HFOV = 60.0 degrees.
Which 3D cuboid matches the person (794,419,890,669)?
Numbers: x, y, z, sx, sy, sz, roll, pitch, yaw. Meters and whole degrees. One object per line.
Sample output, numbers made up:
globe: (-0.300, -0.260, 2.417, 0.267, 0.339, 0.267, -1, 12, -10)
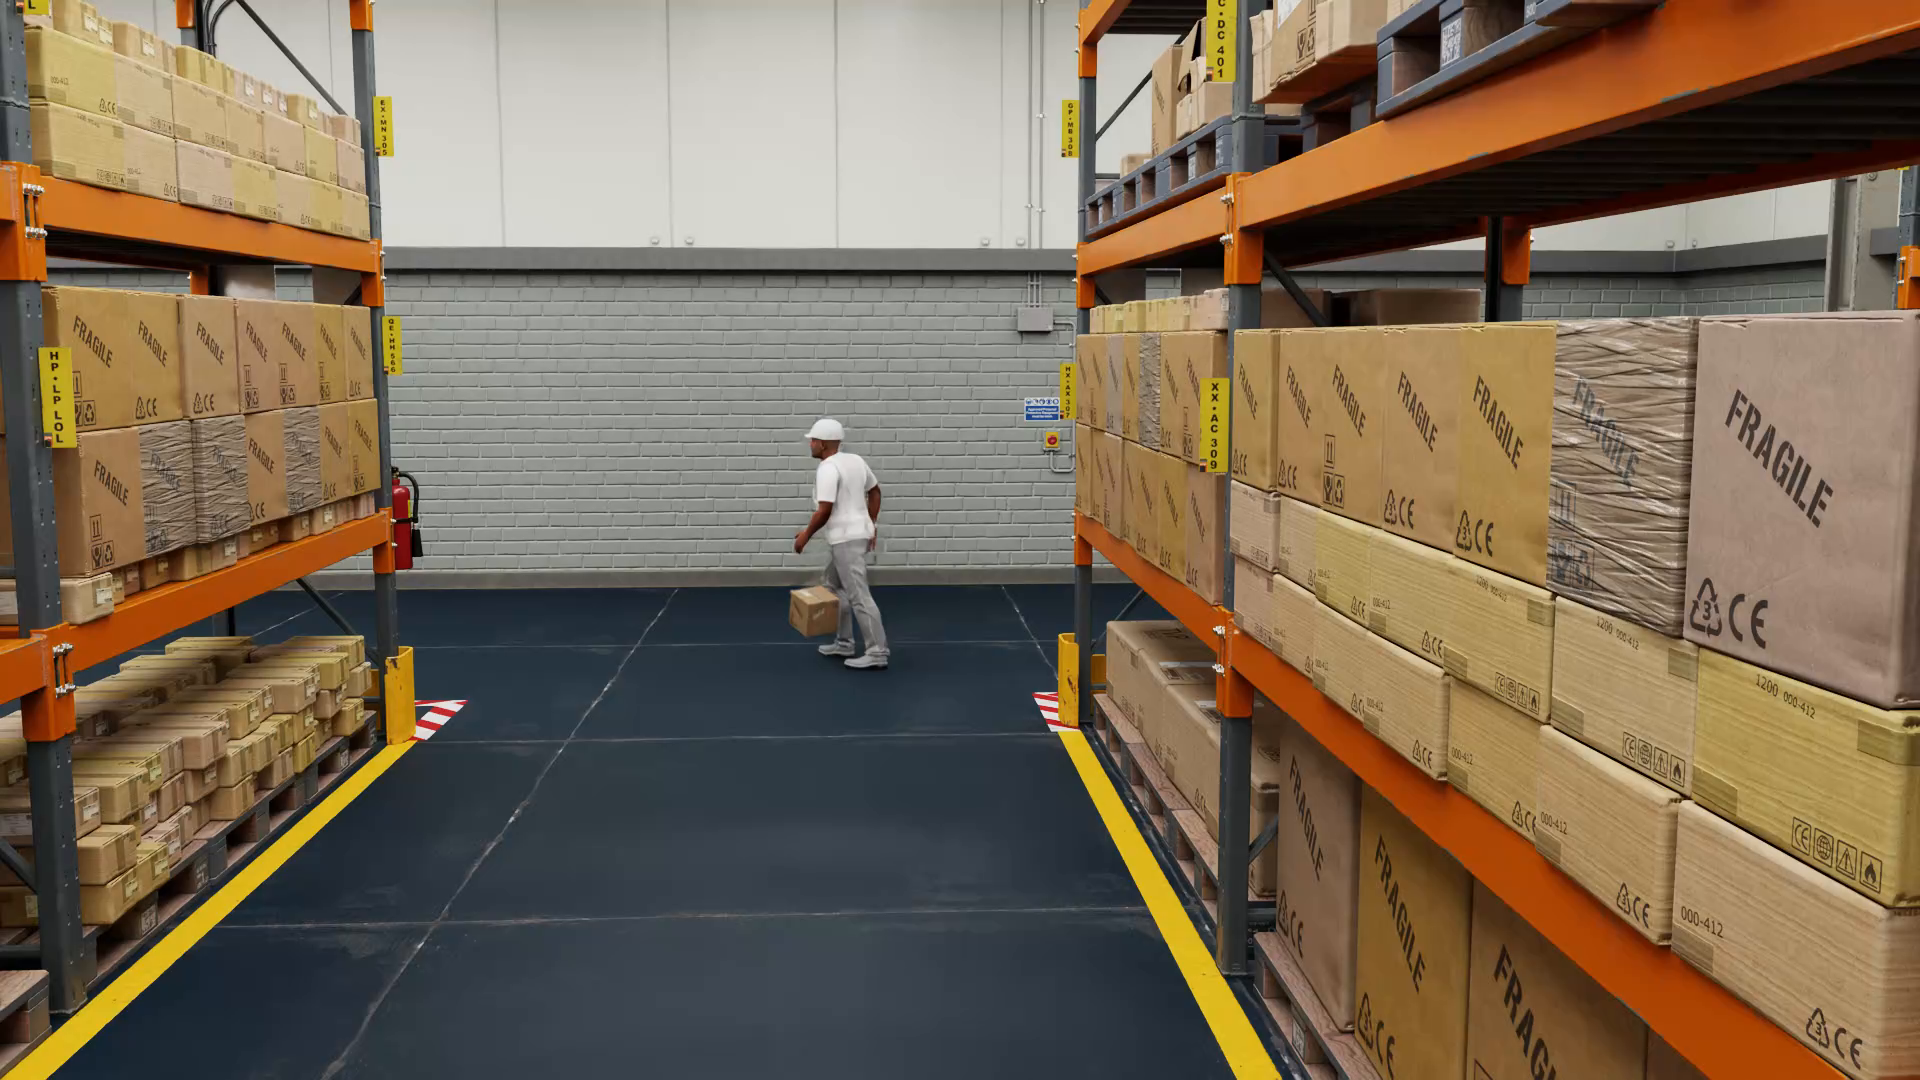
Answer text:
person: (-0.794, 0.005, 11.726, 0.697, 1.708, 0.667, 2, 7, 13)
